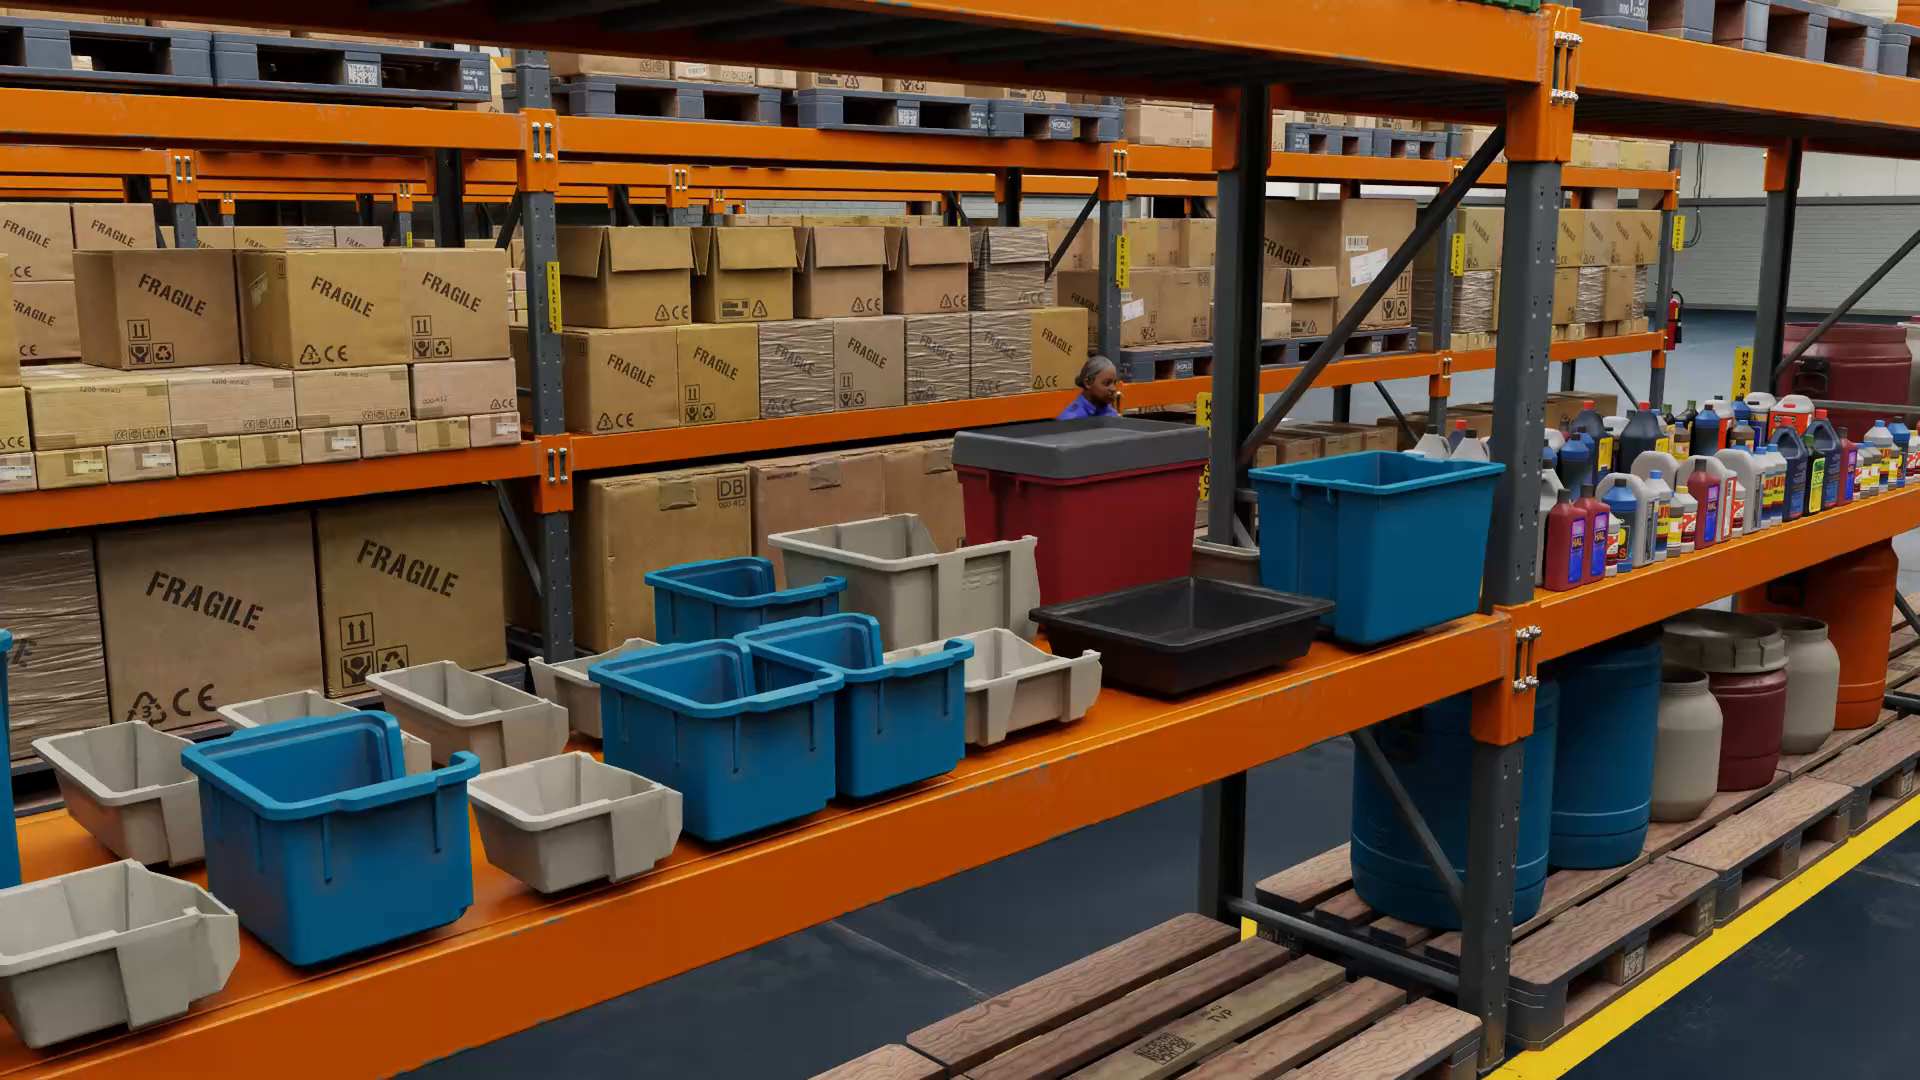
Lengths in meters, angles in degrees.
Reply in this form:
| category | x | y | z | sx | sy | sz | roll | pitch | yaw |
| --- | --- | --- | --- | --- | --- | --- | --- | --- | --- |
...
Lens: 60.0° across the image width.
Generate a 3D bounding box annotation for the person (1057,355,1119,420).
| category | x | y | z | sx | sy | sz | roll | pitch | yaw |
| --- | --- | --- | --- | --- | --- | --- | --- | --- | --- |
| person | 0.667 | -0.123 | 8.579 | 0.494 | 1.659 | 0.345 | -10 | 15 | -43 |
